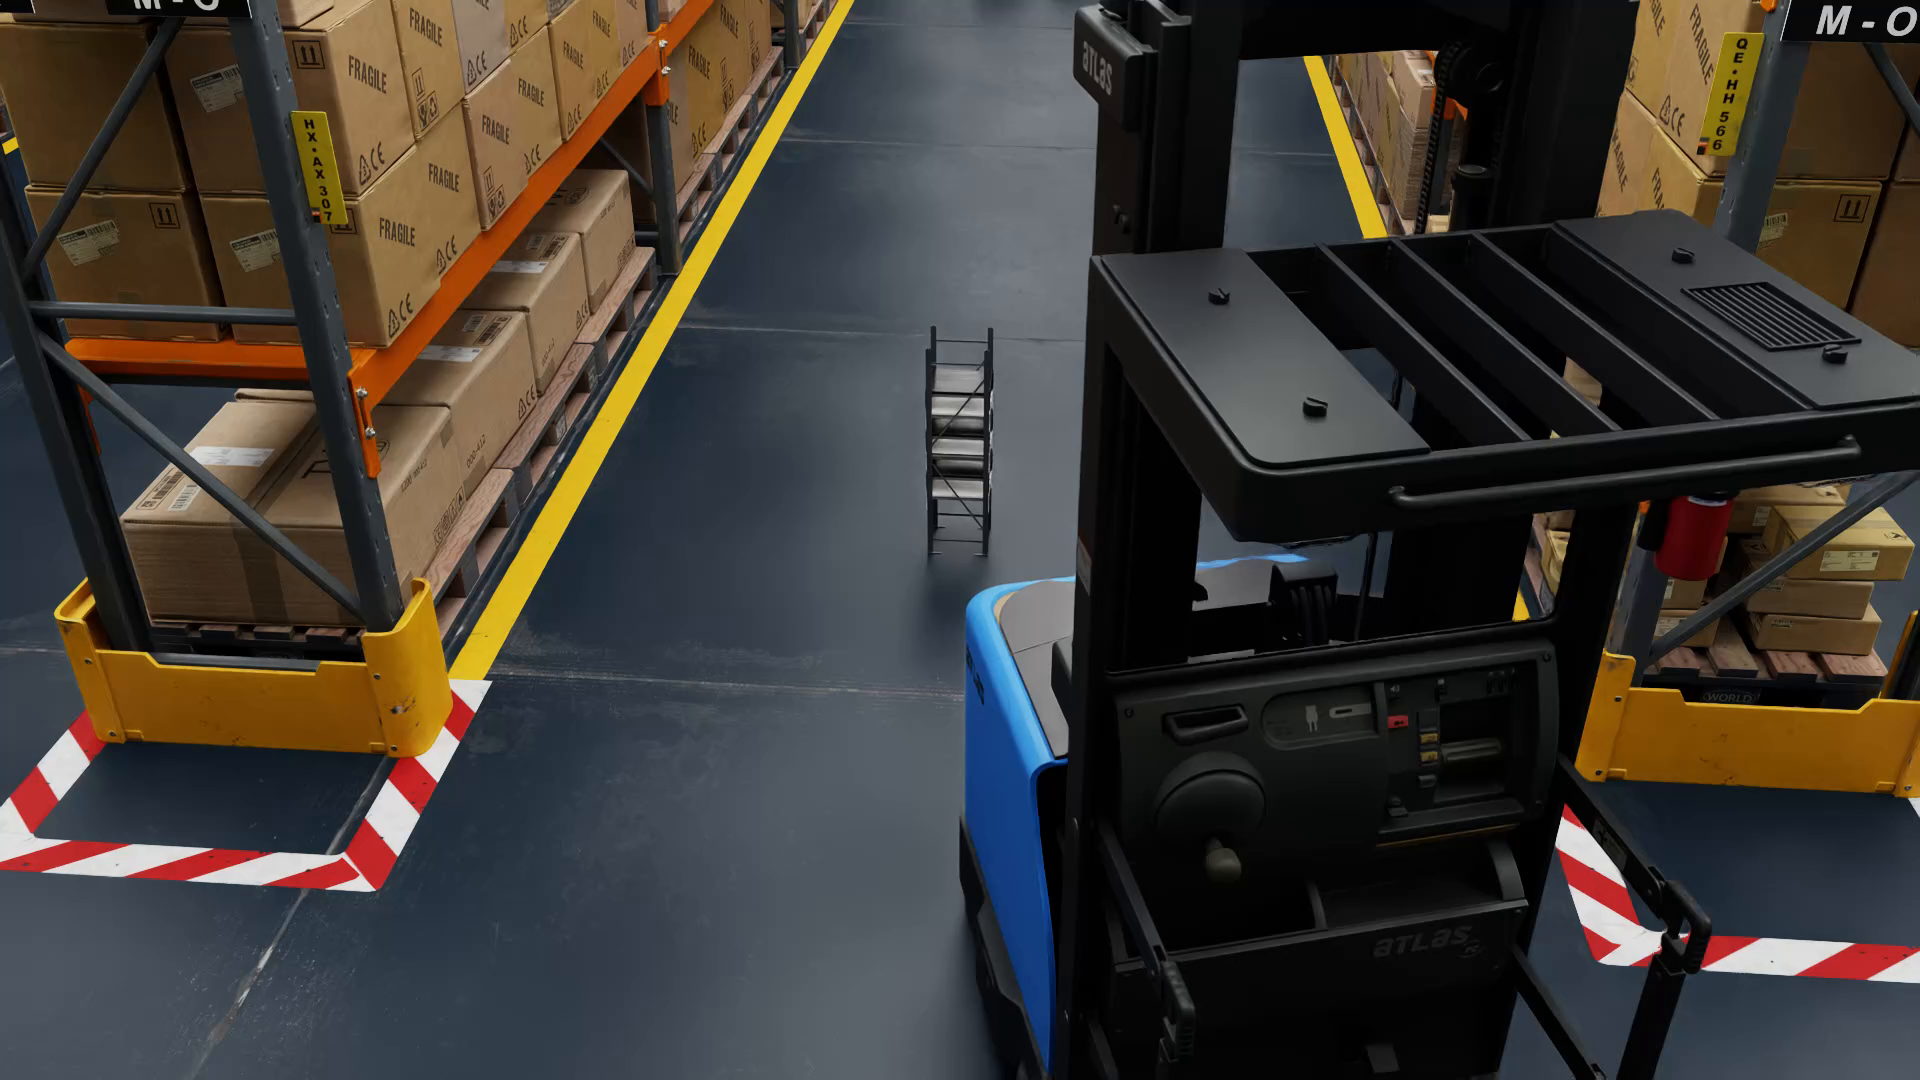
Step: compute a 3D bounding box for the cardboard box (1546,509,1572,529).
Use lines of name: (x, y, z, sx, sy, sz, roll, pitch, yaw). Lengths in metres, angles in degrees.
cardboard box: (2.383, -0.164, 6.191, 0.380, 0.149, 0.250, 1, 32, 2)

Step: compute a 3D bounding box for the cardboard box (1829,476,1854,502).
cardboard box: (3.016, -0.266, 6.073, 0.380, 0.149, 0.250, 2, 32, 4)

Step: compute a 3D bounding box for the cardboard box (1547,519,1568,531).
cardboard box: (2.446, -0.035, 6.265, 0.380, 0.149, 0.250, 2, 32, 4)

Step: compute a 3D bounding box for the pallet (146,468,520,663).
pallet: (-2.371, 0.094, 6.396, 1.003, 0.211, 1.213, 2, 32, 4)

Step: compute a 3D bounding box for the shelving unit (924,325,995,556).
shelving unit: (-0.001, -0.379, 6.507, 0.258, 0.900, 0.210, 2, 32, 4)

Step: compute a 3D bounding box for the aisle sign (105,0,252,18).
aisle sign: (-2.075, -1.728, 4.217, 0.394, 0.787, 0.004, 2, 32, 4)

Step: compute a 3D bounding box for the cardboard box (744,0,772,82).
cardboard box: (-1.846, -3.771, 11.635, 0.875, 0.875, 0.875, 2, 32, 4)

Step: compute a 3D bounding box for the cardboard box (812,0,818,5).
cardboard box: (-1.599, -4.596, 13.453, 0.950, 0.372, 0.625, 2, 32, 3)

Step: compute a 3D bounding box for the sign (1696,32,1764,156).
sign: (2.032, -1.174, 4.392, 0.100, 0.325, 0.005, 2, 32, 4)

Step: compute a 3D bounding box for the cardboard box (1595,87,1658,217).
cardboard box: (2.411, -1.197, 5.454, 0.500, 0.500, 0.500, 2, 32, 3)

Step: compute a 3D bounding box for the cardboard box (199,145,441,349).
cardboard box: (-2.033, -0.953, 5.341, 0.500, 0.500, 0.500, 2, 32, 4)

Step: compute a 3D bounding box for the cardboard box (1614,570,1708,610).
cardboard box: (2.342, 0.107, 5.750, 0.380, 0.149, 0.250, 2, 32, 3)

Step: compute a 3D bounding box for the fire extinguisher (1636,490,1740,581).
fire extinguisher: (2.103, -0.209, 4.659, 0.296, 0.674, 0.183, 2, 32, 4)

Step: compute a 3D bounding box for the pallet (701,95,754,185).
pallet: (-1.948, -2.622, 10.804, 1.003, 0.211, 1.213, 2, 32, 4)

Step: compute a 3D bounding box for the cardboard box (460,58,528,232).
cardboard box: (-1.960, -1.484, 6.203, 0.500, 0.500, 0.500, 2, 32, 4)

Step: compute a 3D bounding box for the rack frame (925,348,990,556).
rack frame: (-0.009, -0.326, 6.421, 0.240, 0.900, 0.006, 2, 32, 4)

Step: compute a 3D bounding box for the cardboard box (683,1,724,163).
cardboard box: (-1.996, -2.837, 10.120, 0.875, 0.875, 0.875, 3, 32, 5)

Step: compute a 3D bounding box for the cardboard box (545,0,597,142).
cardboard box: (-1.878, -2.019, 7.072, 0.500, 0.500, 0.500, 2, 32, 3)

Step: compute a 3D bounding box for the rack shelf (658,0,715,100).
rack shelf: (-1.870, -3.502, 10.260, 1.077, 0.370, 4.000, 2, 32, 4)

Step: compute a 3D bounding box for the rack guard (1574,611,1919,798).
rack guard: (2.590, 0.512, 5.443, 1.175, 0.500, 0.348, 2, 32, 4)

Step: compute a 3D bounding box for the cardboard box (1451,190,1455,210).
cardboard box: (2.675, -1.651, 8.321, 0.380, 0.149, 0.250, 4, 32, 6)

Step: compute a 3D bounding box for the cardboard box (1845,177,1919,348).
cardboard box: (2.896, -0.905, 4.980, 0.500, 0.500, 0.500, 4, 32, 6)

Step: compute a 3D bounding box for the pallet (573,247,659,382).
pallet: (-2.172, -1.182, 8.466, 1.003, 0.211, 1.213, 2, 32, 4)

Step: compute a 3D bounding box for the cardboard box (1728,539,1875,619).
cardboard box: (2.882, 0.133, 5.709, 0.380, 0.149, 0.250, 4, 32, 6)

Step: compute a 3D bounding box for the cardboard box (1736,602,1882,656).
cardboard box: (2.945, 0.262, 5.783, 0.380, 0.149, 0.250, 3, 32, 5)

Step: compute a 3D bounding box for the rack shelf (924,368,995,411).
rack shelf: (-0.001, -0.580, 6.383, 0.258, 0.077, 0.200, 2, 32, 4)

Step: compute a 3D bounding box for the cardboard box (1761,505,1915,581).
cardboard box: (2.965, 0.009, 5.626, 0.380, 0.149, 0.250, 1, 32, 2)

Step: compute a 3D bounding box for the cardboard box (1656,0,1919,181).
cardboard box: (2.373, -1.357, 4.762, 0.500, 0.500, 0.500, 2, 32, 3)

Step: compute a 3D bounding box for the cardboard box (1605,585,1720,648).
cardboard box: (2.419, 0.238, 5.822, 0.380, 0.149, 0.250, 3, 32, 5)

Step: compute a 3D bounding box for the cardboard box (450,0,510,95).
cardboard box: (-1.966, -1.918, 5.955, 0.500, 0.500, 0.500, 2, 32, 4)

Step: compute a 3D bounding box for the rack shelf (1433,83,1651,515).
rack shelf: (2.746, -1.252, 6.609, 1.077, 0.370, 4.000, 2, 32, 4)

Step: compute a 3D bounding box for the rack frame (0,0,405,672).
rack frame: (-2.358, -0.671, 4.980, 1.000, 3.000, 0.127, 2, 32, 4)

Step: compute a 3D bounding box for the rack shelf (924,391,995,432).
rack shelf: (-0.001, -0.504, 6.430, 0.258, 0.077, 0.200, 2, 32, 4)

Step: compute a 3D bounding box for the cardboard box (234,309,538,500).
cardboard box: (-2.338, -0.588, 6.886, 0.875, 0.438, 0.875, 3, 32, 5)

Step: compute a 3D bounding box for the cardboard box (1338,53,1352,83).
cardboard box: (2.923, -3.452, 11.474, 0.500, 0.500, 0.500, 1, 32, 2)

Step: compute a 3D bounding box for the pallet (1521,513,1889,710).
pallet: (2.691, 0.211, 6.206, 1.003, 0.211, 1.213, 2, 32, 4)

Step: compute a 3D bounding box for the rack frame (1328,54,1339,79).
rack frame: (3.235, -4.696, 11.511, 1.000, 3.000, 0.127, 2, 32, 4)

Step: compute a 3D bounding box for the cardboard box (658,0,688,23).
cardboard box: (-1.734, -2.918, 8.769, 0.500, 0.250, 0.500, 2, 32, 3)

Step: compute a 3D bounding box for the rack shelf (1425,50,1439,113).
rack shelf: (3.072, -3.344, 10.003, 1.077, 0.370, 4.000, 2, 32, 4)

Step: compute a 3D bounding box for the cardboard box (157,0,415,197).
cardboard box: (-2.035, -1.378, 5.079, 0.500, 0.500, 0.500, 2, 32, 3)

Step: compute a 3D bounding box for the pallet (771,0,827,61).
pallet: (-1.642, -4.076, 13.163, 1.003, 0.211, 1.213, 2, 32, 4)

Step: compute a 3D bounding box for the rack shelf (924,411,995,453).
rack shelf: (-0.001, -0.427, 6.477, 0.258, 0.077, 0.200, 2, 32, 4)

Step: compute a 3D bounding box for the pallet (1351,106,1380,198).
pallet: (3.068, -2.464, 10.547, 1.003, 0.211, 1.213, 2, 32, 4)

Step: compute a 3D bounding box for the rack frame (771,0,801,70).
rack frame: (-1.707, -4.855, 11.768, 1.000, 3.000, 0.127, 2, 32, 4)

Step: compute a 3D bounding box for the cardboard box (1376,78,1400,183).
cardboard box: (2.761, -2.385, 9.743, 0.500, 0.500, 0.500, 2, 32, 3)

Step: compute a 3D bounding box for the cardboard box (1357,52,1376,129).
cardboard box: (2.849, -2.920, 10.611, 0.500, 0.500, 0.500, 2, 32, 3)

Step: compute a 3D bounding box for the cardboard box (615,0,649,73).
cardboard box: (-1.816, -2.552, 7.937, 0.500, 0.500, 0.500, 3, 32, 4)

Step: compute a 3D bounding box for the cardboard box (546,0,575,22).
cardboard box: (-1.877, -2.441, 6.804, 0.500, 0.500, 0.500, 3, 32, 5)

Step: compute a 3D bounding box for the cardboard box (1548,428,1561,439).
cardboard box: (2.346, -0.289, 6.109, 0.380, 0.149, 0.250, 2, 32, 3)

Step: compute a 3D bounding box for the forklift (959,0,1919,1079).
forklift: (0.809, 0.497, 3.150, 1.130, 2.935, 3.031, -6, 32, -10)

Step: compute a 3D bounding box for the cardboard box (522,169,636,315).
cardboard box: (-2.191, -1.527, 8.411, 0.875, 0.438, 0.875, 2, 32, 3)

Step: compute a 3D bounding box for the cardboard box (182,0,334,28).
cardboard box: (-2.053, -1.589, 4.804, 0.380, 0.149, 0.250, 3, 32, 5)

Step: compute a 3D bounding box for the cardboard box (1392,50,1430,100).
cardboard box: (2.773, -2.707, 9.550, 0.500, 0.250, 0.500, 4, 32, 6)

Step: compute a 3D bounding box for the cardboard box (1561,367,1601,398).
cardboard box: (2.397, -0.564, 6.556, 0.380, 0.149, 0.250, 4, 32, 6)
